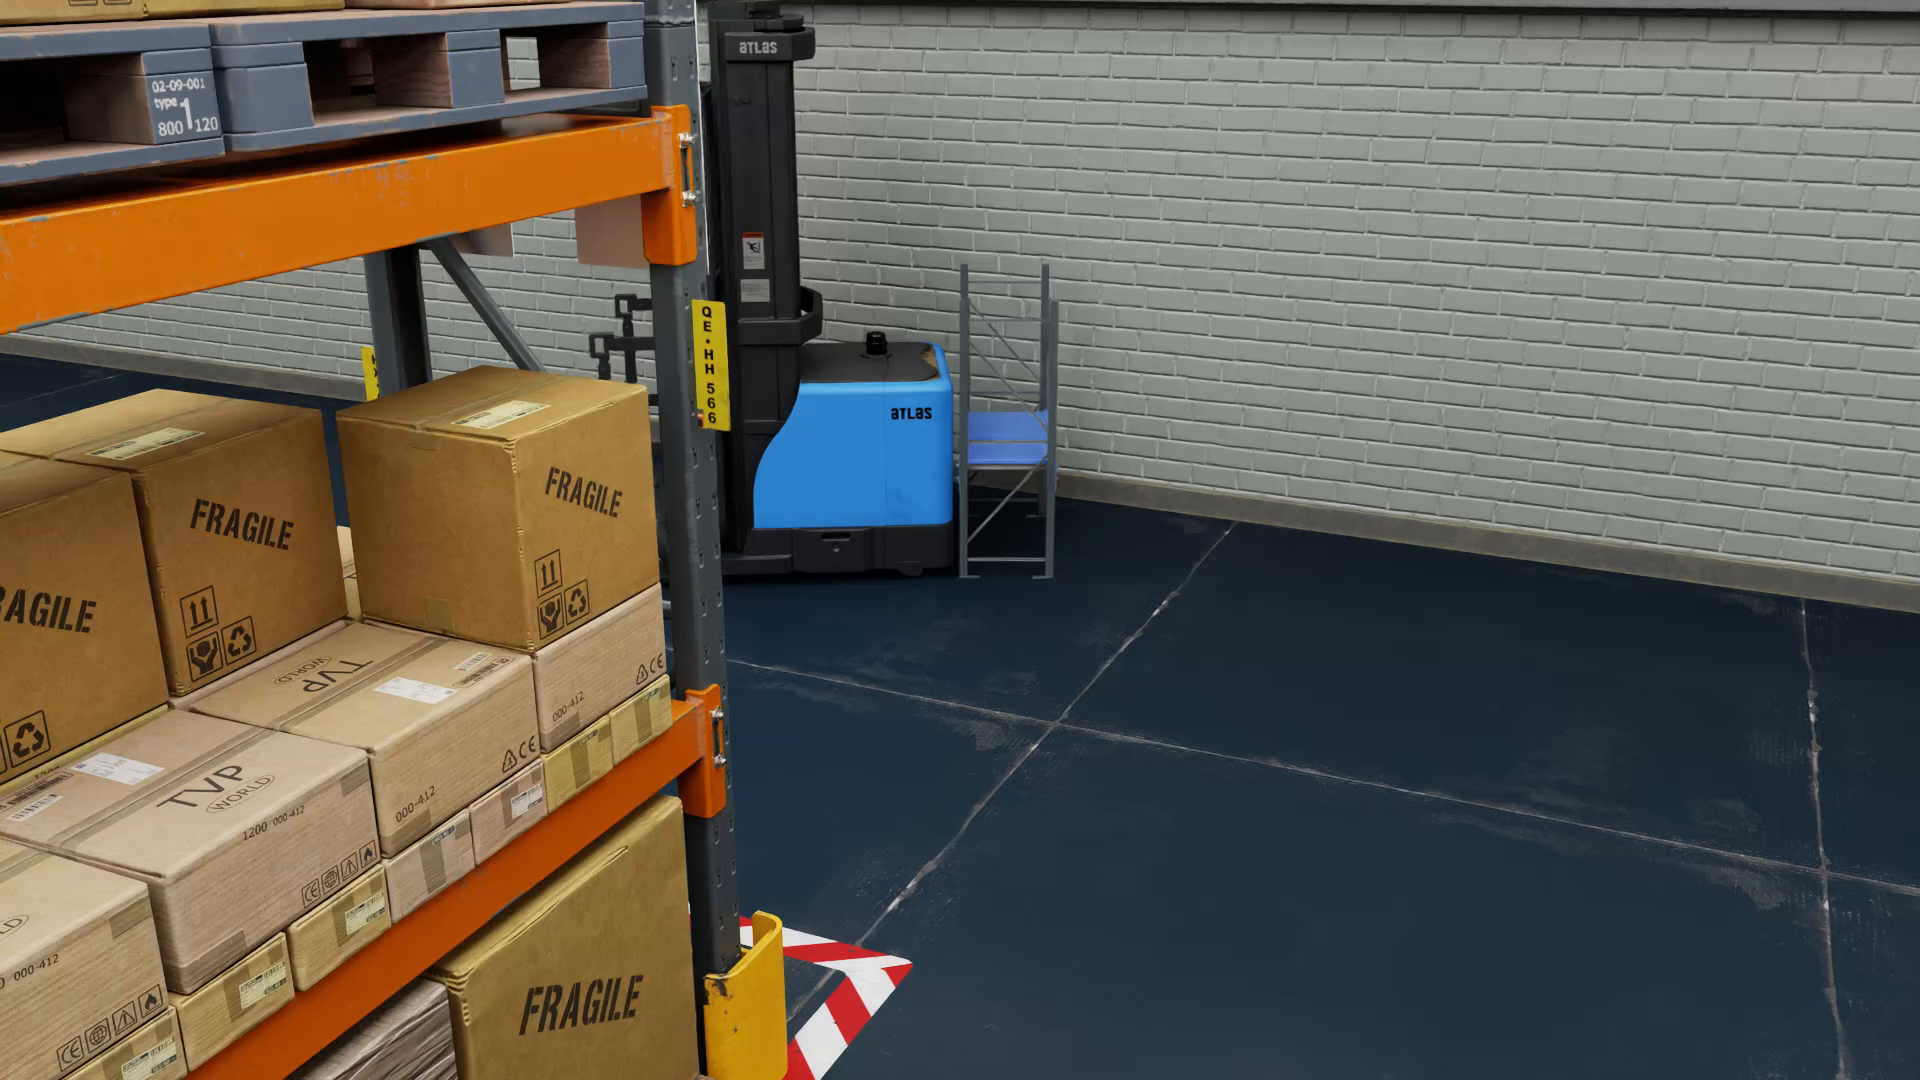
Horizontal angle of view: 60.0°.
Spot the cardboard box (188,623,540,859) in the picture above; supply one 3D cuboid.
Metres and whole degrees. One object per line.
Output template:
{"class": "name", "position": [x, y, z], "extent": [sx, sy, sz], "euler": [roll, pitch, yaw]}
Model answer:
{"class": "cardboard box", "position": [-1.274, 0.416, 3.602], "extent": [0.500, 0.250, 0.500], "euler": [8, 21, 22]}

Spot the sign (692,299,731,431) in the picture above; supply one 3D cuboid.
{"class": "sign", "position": [-0.620, -0.432, 4.126], "extent": [0.100, 0.325, 0.005], "euler": [9, 21, 23]}

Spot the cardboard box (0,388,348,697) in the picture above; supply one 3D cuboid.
{"class": "cardboard box", "position": [-1.757, -0.014, 3.693], "extent": [0.500, 0.500, 0.500], "euler": [8, 21, 21]}

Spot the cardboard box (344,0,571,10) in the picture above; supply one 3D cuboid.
{"class": "cardboard box", "position": [-1.273, -1.393, 3.507], "extent": [0.700, 0.500, 0.500], "euler": [7, 21, 19]}

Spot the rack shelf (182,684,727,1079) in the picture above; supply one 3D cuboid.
{"class": "rack shelf", "position": [-1.928, 1.096, 2.983], "extent": [1.077, 0.370, 4.000], "euler": [9, 21, 23]}

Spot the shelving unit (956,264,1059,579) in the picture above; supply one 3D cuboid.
{"class": "shelving unit", "position": [0.251, -0.675, 9.129], "extent": [0.538, 1.500, 1.048], "euler": [0, 20, 0]}

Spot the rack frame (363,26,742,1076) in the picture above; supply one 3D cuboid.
{"class": "rack frame", "position": [-1.109, 0.146, 4.581], "extent": [1.000, 3.000, 0.127], "euler": [9, 21, 23]}

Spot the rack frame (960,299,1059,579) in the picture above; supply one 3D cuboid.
{"class": "rack frame", "position": [0.249, -0.505, 8.650], "extent": [0.500, 1.500, 0.032], "euler": [0, 20, 0]}

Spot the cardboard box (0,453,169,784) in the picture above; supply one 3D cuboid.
{"class": "cardboard box", "position": [-1.964, 0.145, 3.245], "extent": [0.500, 0.500, 0.500], "euler": [8, 21, 21]}

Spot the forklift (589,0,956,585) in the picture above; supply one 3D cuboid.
{"class": "forklift", "position": [-1.564, -1.309, 8.774], "extent": [3.031, 2.935, 1.130], "euler": [-1, 20, -4]}

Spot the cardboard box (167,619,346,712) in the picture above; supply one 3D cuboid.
{"class": "cardboard box", "position": [-1.759, 0.346, 3.799], "extent": [0.500, 0.250, 0.500], "euler": [8, 21, 22]}

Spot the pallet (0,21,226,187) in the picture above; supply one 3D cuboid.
{"class": "pallet", "position": [-1.902, -0.623, 2.400], "extent": [1.003, 0.211, 1.213], "euler": [9, 21, 23]}

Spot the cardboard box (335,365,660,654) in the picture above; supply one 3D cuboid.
{"class": "cardboard box", "position": [-1.069, -0.092, 3.911], "extent": [0.500, 0.500, 0.500], "euler": [9, 21, 23]}

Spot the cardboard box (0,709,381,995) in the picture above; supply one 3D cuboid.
{"class": "cardboard box", "position": [-1.482, 0.572, 3.164], "extent": [0.500, 0.250, 0.500], "euler": [8, 21, 21]}

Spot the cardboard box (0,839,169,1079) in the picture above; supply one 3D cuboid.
{"class": "cardboard box", "position": [-1.692, 0.732, 2.715], "extent": [0.500, 0.250, 0.500], "euler": [9, 21, 23]}

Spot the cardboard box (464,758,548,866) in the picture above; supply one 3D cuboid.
{"class": "cardboard box", "position": [-1.164, 0.575, 3.750], "extent": [0.380, 0.149, 0.250], "euler": [9, 21, 23]}

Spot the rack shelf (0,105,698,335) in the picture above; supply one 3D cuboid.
{"class": "rack shelf", "position": [-1.928, -0.317, 2.480], "extent": [1.077, 0.370, 4.000], "euler": [9, 21, 23]}

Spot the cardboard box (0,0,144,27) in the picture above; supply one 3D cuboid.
{"class": "cardboard box", "position": [-1.781, -1.073, 2.607], "extent": [0.700, 0.500, 0.500], "euler": [7, 21, 19]}

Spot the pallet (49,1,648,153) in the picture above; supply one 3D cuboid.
{"class": "pallet", "position": [-1.404, -0.997, 3.452], "extent": [1.003, 0.211, 1.213], "euler": [9, 21, 23]}

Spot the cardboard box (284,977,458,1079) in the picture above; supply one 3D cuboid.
{"class": "cardboard box", "position": [-1.671, 1.434, 3.504], "extent": [0.875, 0.875, 0.875], "euler": [9, 21, 23]}

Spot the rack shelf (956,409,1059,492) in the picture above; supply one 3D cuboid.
{"class": "rack shelf", "position": [0.251, -0.506, 9.189], "extent": [0.538, 0.185, 1.000], "euler": [0, 20, 0]}

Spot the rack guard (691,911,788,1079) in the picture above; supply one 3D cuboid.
{"class": "rack guard", "position": [-1.100, 1.316, 5.021], "extent": [1.175, 0.500, 0.348], "euler": [9, 21, 23]}

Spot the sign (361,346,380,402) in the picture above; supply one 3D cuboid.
{"class": "sign", "position": [-1.613, -0.377, 4.642], "extent": [0.100, 0.325, 0.005], "euler": [9, 21, 23]}

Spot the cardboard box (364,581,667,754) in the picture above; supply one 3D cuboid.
{"class": "cardboard box", "position": [-1.066, 0.261, 4.038], "extent": [0.500, 0.250, 0.500], "euler": [8, 21, 22]}

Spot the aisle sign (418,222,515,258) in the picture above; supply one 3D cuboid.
{"class": "aisle sign", "position": [-1.354, -1.142, 4.323], "extent": [0.394, 0.787, 0.004], "euler": [9, 21, 23]}

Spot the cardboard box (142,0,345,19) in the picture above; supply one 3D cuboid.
{"class": "cardboard box", "position": [-1.614, -1.237, 3.070], "extent": [0.700, 0.500, 0.500], "euler": [8, 21, 21]}

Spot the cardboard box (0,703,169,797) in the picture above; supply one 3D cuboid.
{"class": "cardboard box", "position": [-1.968, 0.499, 3.368], "extent": [0.500, 0.250, 0.500], "euler": [8, 21, 21]}

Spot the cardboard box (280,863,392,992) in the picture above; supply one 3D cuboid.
{"class": "cardboard box", "position": [-1.372, 0.731, 3.312], "extent": [0.380, 0.149, 0.250], "euler": [8, 21, 21]}

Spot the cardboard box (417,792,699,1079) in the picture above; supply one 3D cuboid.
{"class": "cardboard box", "position": [-1.298, 1.156, 4.286], "extent": [0.875, 0.875, 0.875], "euler": [9, 21, 23]}

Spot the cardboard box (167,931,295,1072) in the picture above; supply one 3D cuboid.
{"class": "cardboard box", "position": [-1.477, 0.810, 3.089], "extent": [0.380, 0.149, 0.250], "euler": [9, 21, 23]}

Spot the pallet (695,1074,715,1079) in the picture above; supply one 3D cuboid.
{"class": "pallet", "position": [-1.365, 1.715, 4.331], "extent": [1.003, 0.211, 1.213], "euler": [9, 21, 23]}

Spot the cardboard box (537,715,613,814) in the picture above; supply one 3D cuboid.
{"class": "cardboard box", "position": [-1.060, 0.498, 3.966], "extent": [0.380, 0.149, 0.250], "euler": [9, 21, 23]}

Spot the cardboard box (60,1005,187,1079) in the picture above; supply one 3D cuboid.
{"class": "cardboard box", "position": [-1.581, 0.886, 2.876], "extent": [0.380, 0.149, 0.250], "euler": [9, 21, 24]}

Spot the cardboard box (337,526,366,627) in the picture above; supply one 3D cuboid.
{"class": "cardboard box", "position": [-1.552, 0.186, 4.248], "extent": [0.500, 0.250, 0.500], "euler": [8, 21, 21]}

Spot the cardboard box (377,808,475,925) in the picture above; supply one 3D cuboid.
{"class": "cardboard box", "position": [-1.267, 0.651, 3.536], "extent": [0.380, 0.149, 0.250], "euler": [9, 21, 24]}

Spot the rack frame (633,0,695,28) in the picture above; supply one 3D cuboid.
{"class": "rack frame", "position": [-1.109, -2.680, 3.576], "extent": [1.000, 3.000, 0.127], "euler": [9, 21, 23]}

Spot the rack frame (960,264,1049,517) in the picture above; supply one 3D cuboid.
{"class": "rack frame", "position": [0.253, -0.846, 9.608], "extent": [0.500, 1.500, 0.032], "euler": [0, 20, 0]}

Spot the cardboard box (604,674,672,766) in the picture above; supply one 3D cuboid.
{"class": "cardboard box", "position": [-0.955, 0.418, 4.190], "extent": [0.380, 0.149, 0.250], "euler": [9, 21, 24]}

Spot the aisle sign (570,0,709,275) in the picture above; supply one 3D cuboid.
{"class": "aisle sign", "position": [-0.806, -1.060, 4.092], "extent": [0.394, 0.787, 0.004], "euler": [9, 21, 23]}
